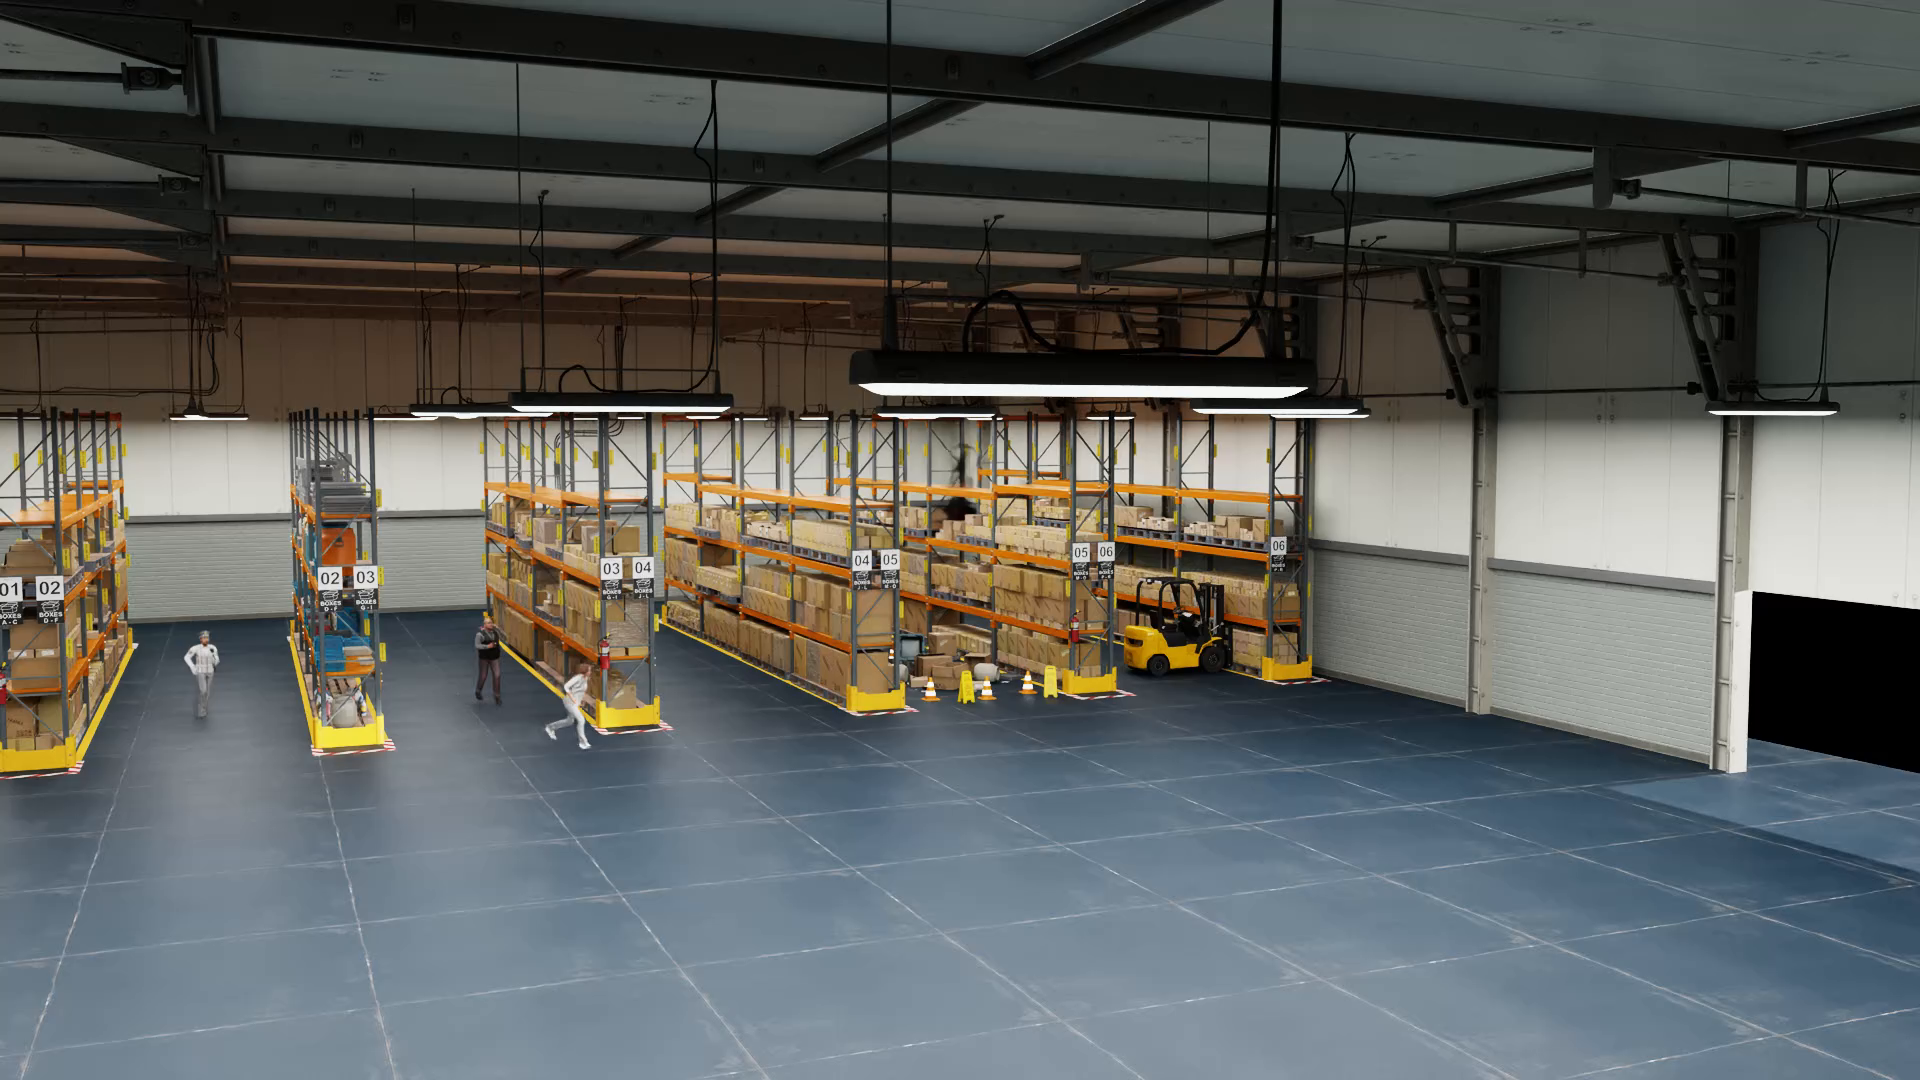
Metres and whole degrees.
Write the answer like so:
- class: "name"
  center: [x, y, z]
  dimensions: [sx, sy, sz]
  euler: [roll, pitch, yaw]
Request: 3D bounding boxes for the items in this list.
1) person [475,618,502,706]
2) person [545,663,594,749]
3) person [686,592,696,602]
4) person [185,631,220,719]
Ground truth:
- class: "person"
  center: [-9.631, 2.464, 33.945]
  dimensions: [0.635, 1.753, 0.891]
  euler: [-3, 5, -40]
- class: "person"
  center: [-6.903, 2.929, 29.288]
  dimensions: [0.893, 1.549, 0.557]
  euler: [1, 4, 14]
- class: "person"
  center: [-7.926, 1.401, 49.332]
  dimensions: [0.663, 1.729, 0.646]
  euler: [-2, 4, -25]
- class: "person"
  center: [-14.710, 2.620, 32.390]
  dimensions: [0.686, 1.716, 0.588]
  euler: [4, 6, 45]
